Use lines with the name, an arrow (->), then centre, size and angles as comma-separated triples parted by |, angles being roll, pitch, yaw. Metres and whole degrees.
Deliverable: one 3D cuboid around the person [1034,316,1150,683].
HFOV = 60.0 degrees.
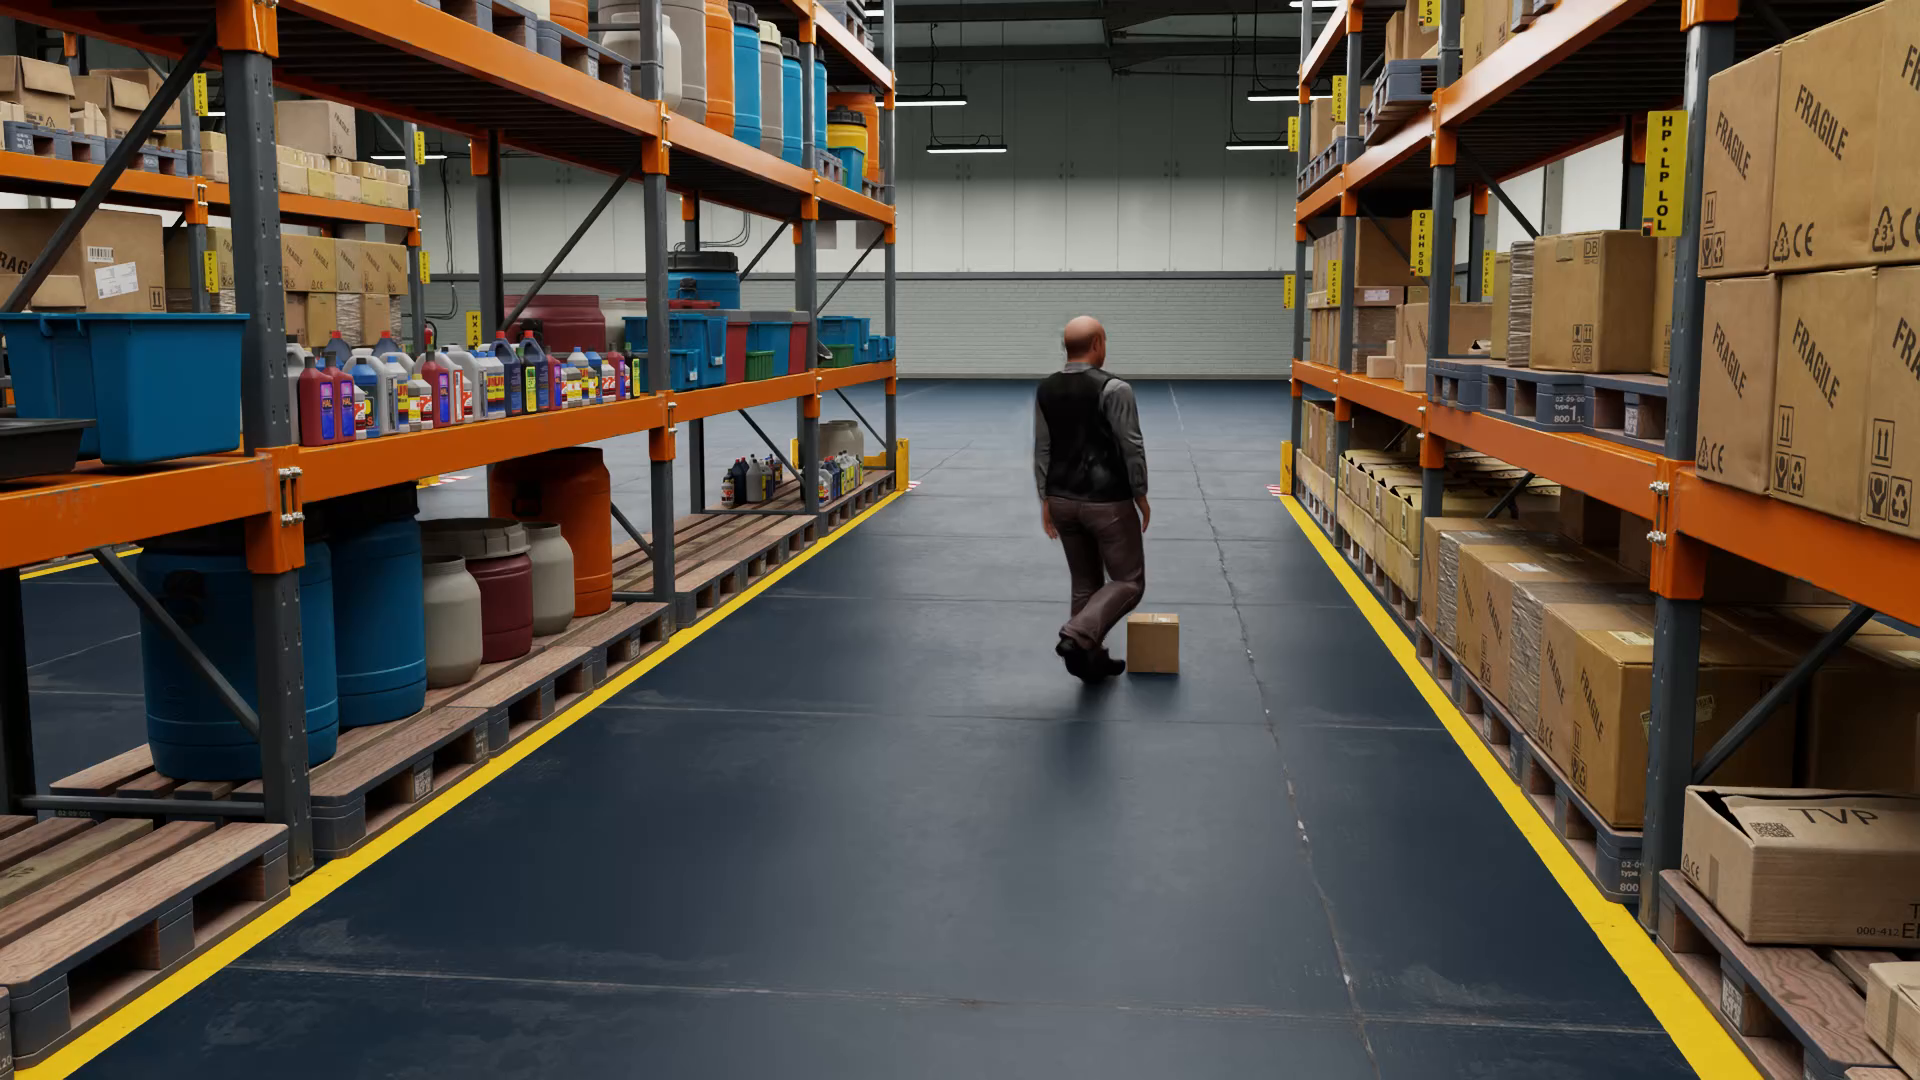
person -> 0.607, -0.160, 7.591 | 0.555, 1.707, 0.753 | 7, 10, 41
